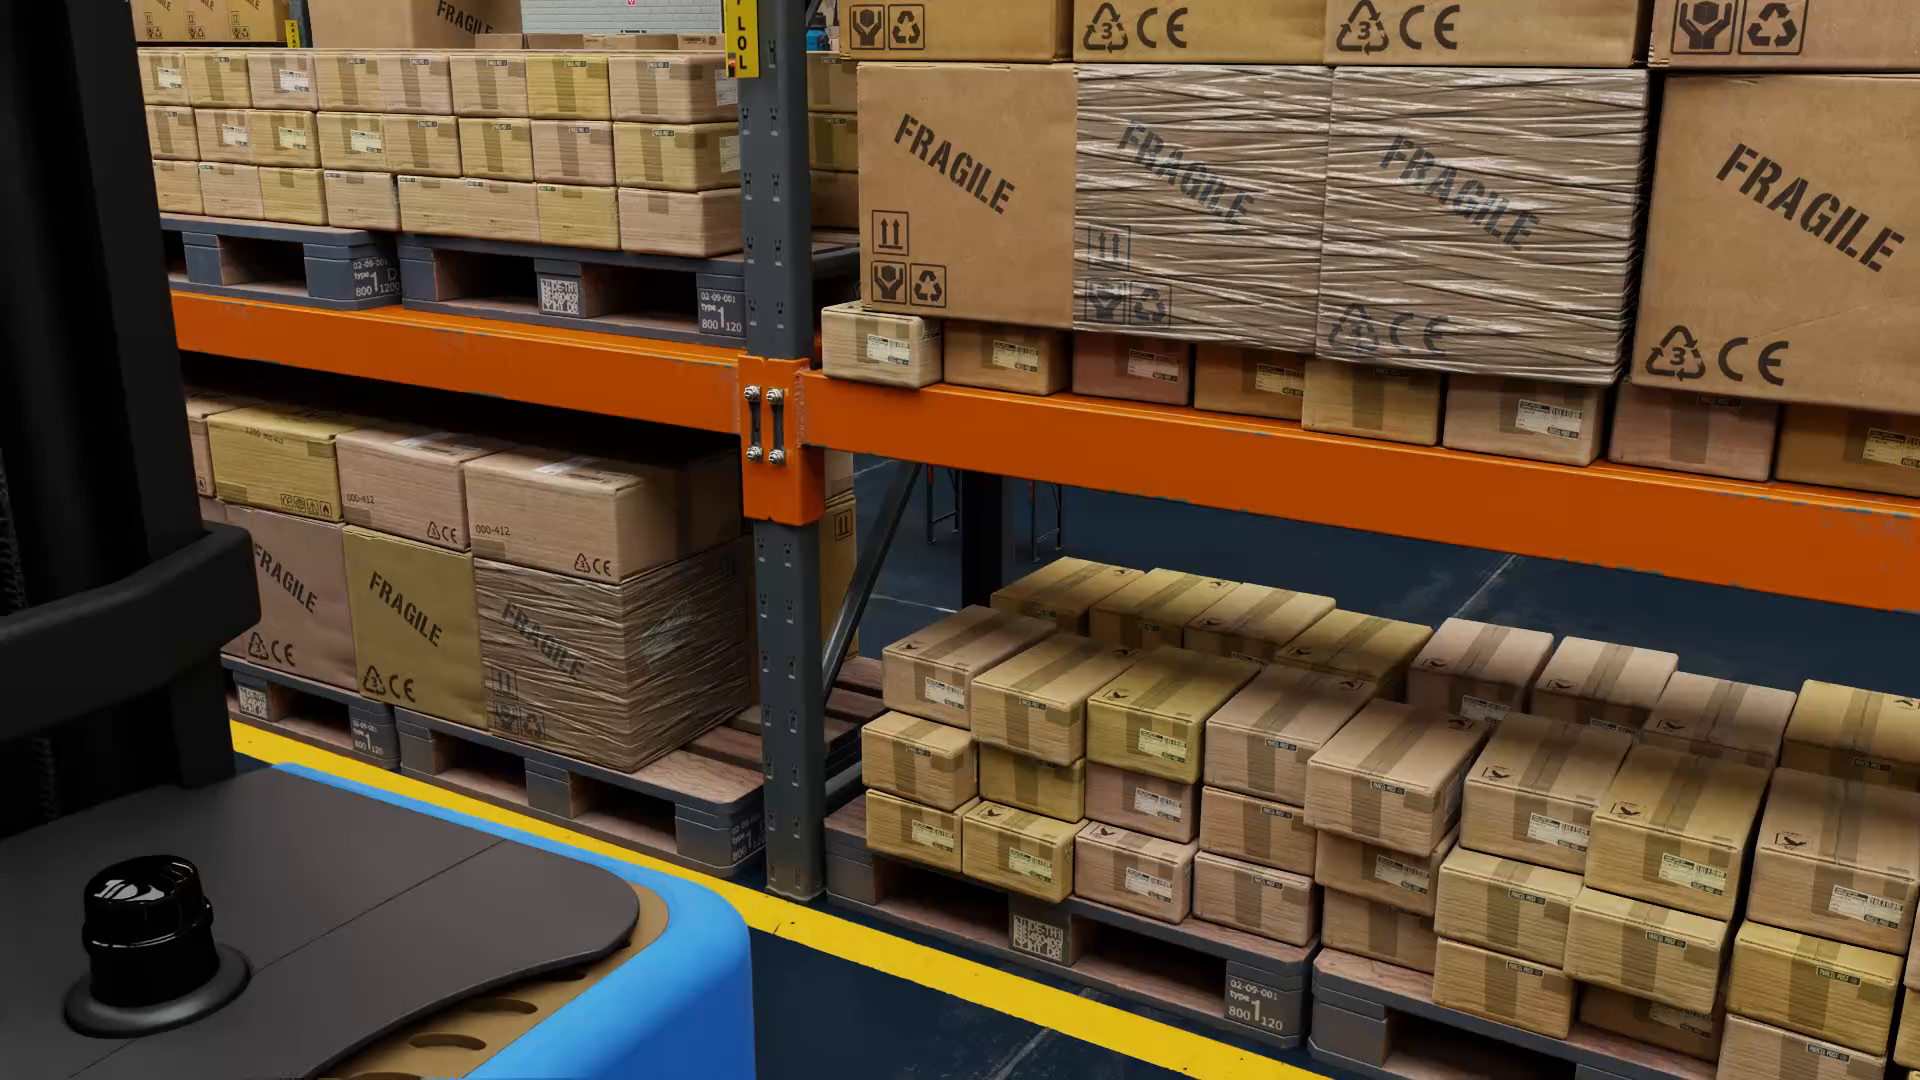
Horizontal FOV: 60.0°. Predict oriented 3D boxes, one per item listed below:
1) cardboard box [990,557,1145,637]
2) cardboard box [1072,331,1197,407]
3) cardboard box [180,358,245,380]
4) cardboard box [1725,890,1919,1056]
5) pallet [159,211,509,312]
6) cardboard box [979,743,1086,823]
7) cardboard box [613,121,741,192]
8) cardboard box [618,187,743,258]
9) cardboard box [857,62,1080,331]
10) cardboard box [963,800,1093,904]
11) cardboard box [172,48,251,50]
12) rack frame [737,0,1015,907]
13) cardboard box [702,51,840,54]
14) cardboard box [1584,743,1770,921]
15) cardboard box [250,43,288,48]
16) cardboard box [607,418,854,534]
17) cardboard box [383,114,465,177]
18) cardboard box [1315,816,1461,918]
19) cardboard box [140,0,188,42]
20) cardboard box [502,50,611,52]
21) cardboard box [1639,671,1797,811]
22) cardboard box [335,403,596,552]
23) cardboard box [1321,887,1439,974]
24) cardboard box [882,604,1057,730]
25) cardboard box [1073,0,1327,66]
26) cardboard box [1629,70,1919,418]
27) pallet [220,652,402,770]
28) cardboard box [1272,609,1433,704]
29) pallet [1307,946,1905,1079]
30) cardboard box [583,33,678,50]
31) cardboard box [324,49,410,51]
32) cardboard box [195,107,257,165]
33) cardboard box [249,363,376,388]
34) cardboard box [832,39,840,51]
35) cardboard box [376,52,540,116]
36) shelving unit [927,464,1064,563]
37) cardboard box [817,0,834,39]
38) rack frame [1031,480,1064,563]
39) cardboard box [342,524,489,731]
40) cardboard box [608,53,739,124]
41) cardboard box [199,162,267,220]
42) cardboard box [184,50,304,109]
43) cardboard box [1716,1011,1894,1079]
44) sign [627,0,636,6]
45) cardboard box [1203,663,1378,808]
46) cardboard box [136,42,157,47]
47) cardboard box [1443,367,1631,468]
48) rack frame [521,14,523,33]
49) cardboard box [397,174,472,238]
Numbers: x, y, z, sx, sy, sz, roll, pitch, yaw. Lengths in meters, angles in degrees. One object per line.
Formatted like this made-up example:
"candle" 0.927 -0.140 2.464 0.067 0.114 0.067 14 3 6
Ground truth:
"cardboard box" 0.281 0.179 4.291 0.250 0.149 0.380 11 20 32
"cardboard box" 0.426 -0.397 3.458 0.250 0.149 0.380 9 19 28
"cardboard box" -2.674 -0.420 5.390 0.500 0.250 0.500 10 19 29
"cardboard box" 1.551 0.732 2.980 0.250 0.149 0.380 11 20 33
"pallet" -1.858 -0.915 5.063 1.213 0.211 1.003 10 20 30
"cardboard box" 0.246 0.482 3.804 0.250 0.149 0.380 10 20 30
"cardboard box" -0.601 -0.924 3.961 0.250 0.149 0.380 11 20 32
"cardboard box" -0.600 -0.782 4.003 0.250 0.149 0.380 10 19 29
"cardboard box" 0.132 -0.742 3.479 0.500 0.500 0.500 10 19 29
"cardboard box" 0.211 0.649 3.766 0.250 0.149 0.380 11 20 32
"cardboard box" -2.473 -1.624 5.752 0.250 0.149 0.380 11 20 32
"rack frame" -0.158 -0.689 3.990 0.127 3.000 1.000 10 20 30
"cardboard box" -0.494 -1.270 4.586 0.250 0.149 0.380 11 20 32
"cardboard box" 1.345 0.537 3.112 0.250 0.149 0.380 10 20 30
"cardboard box" -4.644 -3.393 12.207 0.500 0.500 0.875 10 20 30
"cardboard box" -0.650 -0.231 4.769 0.500 0.250 0.500 9 19 28
"cardboard box" -1.271 -1.043 4.351 0.250 0.149 0.380 9 19 28
"cardboard box" 0.923 0.600 3.417 0.250 0.149 0.380 11 20 33
"cardboard box" -5.673 -3.940 12.288 0.500 0.500 0.500 10 20 30
"cardboard box" -1.141 -1.387 4.971 0.250 0.149 0.380 10 20 30
"cardboard box" 1.586 0.424 3.484 0.250 0.149 0.380 10 20 30
"cardboard box" -1.356 -0.185 4.618 0.500 0.250 0.500 11 20 33
"cardboard box" 0.940 0.733 3.491 0.250 0.149 0.380 9 19 28
"cardboard box" 0.027 0.293 3.915 0.250 0.149 0.380 11 20 32
"cardboard box" 0.548 -1.154 3.115 0.500 0.500 0.500 9 19 28
"cardboard box" 1.440 -0.509 2.711 0.500 0.500 0.500 11 20 33
"pallet" -1.866 0.341 5.394 1.213 0.211 1.003 10 20 30
"cardboard box" 0.916 0.303 3.883 0.250 0.149 0.380 11 20 32
"pallet" 1.476 0.924 3.478 1.213 0.211 1.003 10 20 30
"cardboard box" -1.894 -2.892 10.347 0.500 0.500 0.700 14 22 38
"cardboard box" -1.808 -1.505 5.361 0.250 0.149 0.380 11 20 33
"cardboard box" -1.930 -1.162 4.744 0.250 0.149 0.380 11 20 32
"cardboard box" -1.986 -0.467 5.546 0.500 0.250 0.500 11 20 31
"cardboard box" -1.412 -6.269 21.071 0.250 0.149 0.380 9 19 28
"cardboard box" -1.275 -1.188 4.317 0.250 0.149 0.380 10 20 30
"shelving unit" 0.141 -0.549 6.624 0.503 1.200 0.258 10 20 30
"cardboard box" -1.627 -6.688 21.335 0.500 0.500 0.700 10 19 29
"rack frame" 0.349 -0.512 6.502 0.015 1.200 0.240 10 20 30
"cardboard box" -1.358 0.177 4.715 0.500 0.500 0.500 10 19 29
"cardboard box" -0.602 -1.068 3.921 0.250 0.149 0.380 11 20 33
"cardboard box" -1.939 -1.019 4.786 0.250 0.149 0.380 9 19 28
"cardboard box" -1.943 -1.307 4.708 0.250 0.149 0.380 10 19 29
"cardboard box" 1.551 0.874 3.025 0.250 0.149 0.380 11 20 31
"sign" -6.029 -9.949 30.484 0.199 0.298 0.001 10 20 30
"cardboard box" 0.706 0.410 3.531 0.250 0.149 0.380 10 19 29
"cardboard box" -5.935 -3.615 12.939 0.500 0.500 0.875 10 20 30
"cardboard box" 1.060 -0.257 2.998 0.250 0.149 0.380 11 20 32
"rack frame" -5.110 -4.954 18.031 0.127 3.000 1.000 10 20 30
"cardboard box" -1.247 -0.898 4.385 0.250 0.149 0.380 9 19 27
